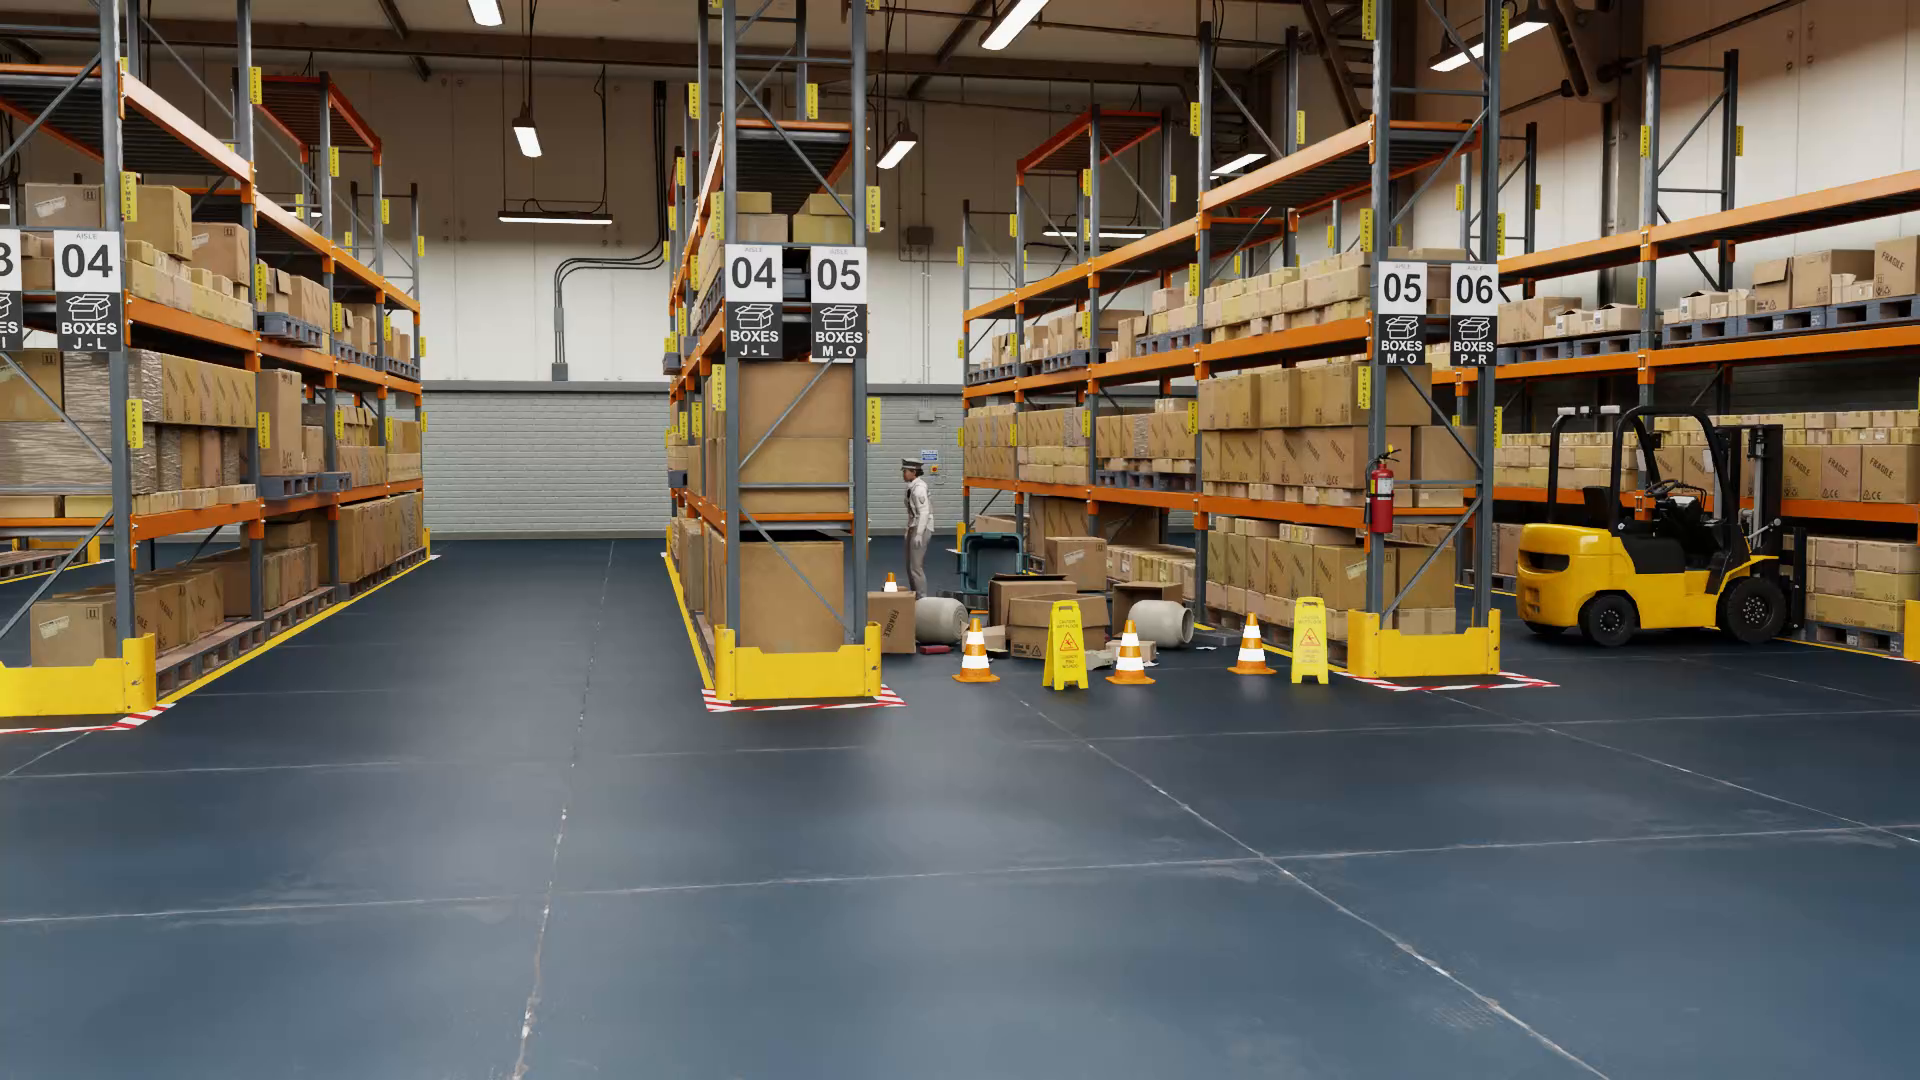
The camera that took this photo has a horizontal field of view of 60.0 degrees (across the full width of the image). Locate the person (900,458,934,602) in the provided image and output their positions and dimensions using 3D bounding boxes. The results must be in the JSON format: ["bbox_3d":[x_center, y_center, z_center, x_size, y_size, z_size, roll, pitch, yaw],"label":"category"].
[{"bbox_3d":[-0.481,-0.065,18.268,0.371,1.666,0.547,-1,3,-15],"label":"person"}]
